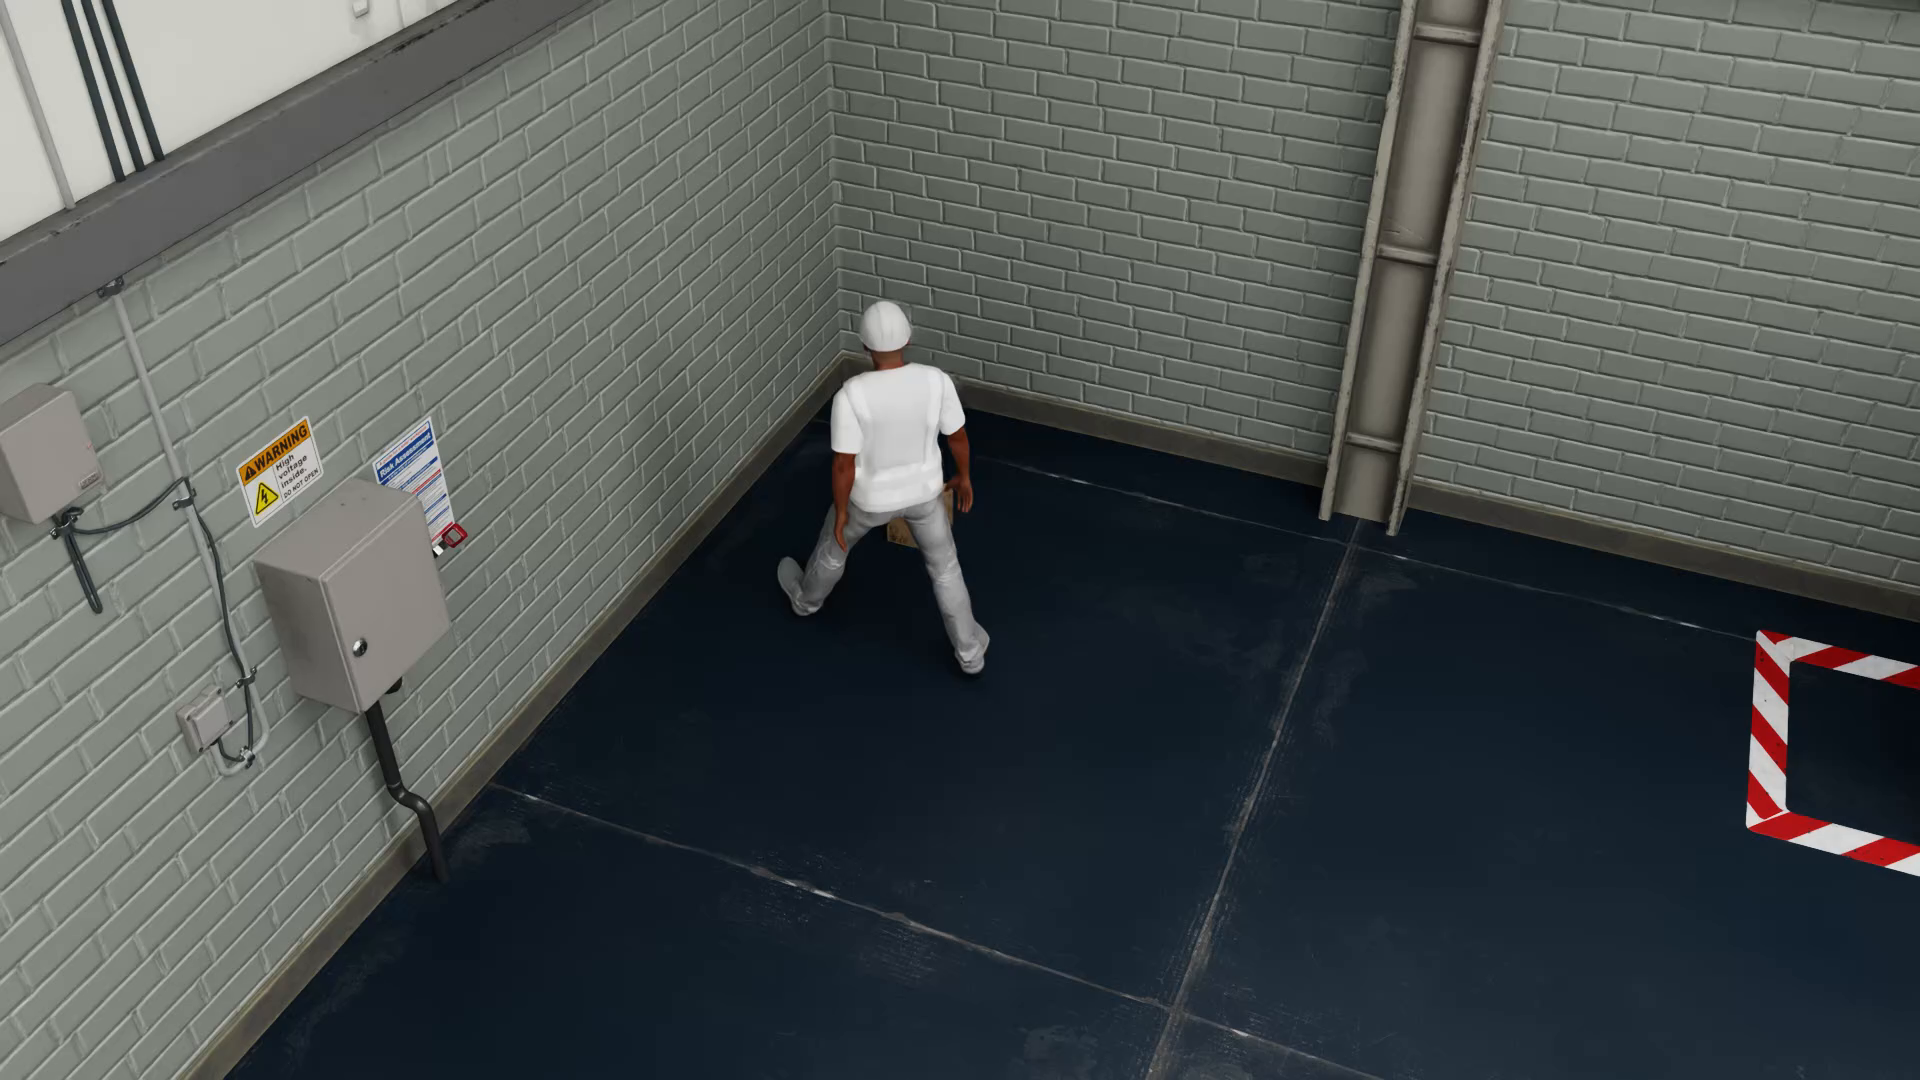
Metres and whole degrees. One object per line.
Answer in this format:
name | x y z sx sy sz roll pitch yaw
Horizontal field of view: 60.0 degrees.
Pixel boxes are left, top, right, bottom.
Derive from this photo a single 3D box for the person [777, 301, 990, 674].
person | -0.342 -0.270 7.169 0.850 1.702 0.895 -10 39 -13
